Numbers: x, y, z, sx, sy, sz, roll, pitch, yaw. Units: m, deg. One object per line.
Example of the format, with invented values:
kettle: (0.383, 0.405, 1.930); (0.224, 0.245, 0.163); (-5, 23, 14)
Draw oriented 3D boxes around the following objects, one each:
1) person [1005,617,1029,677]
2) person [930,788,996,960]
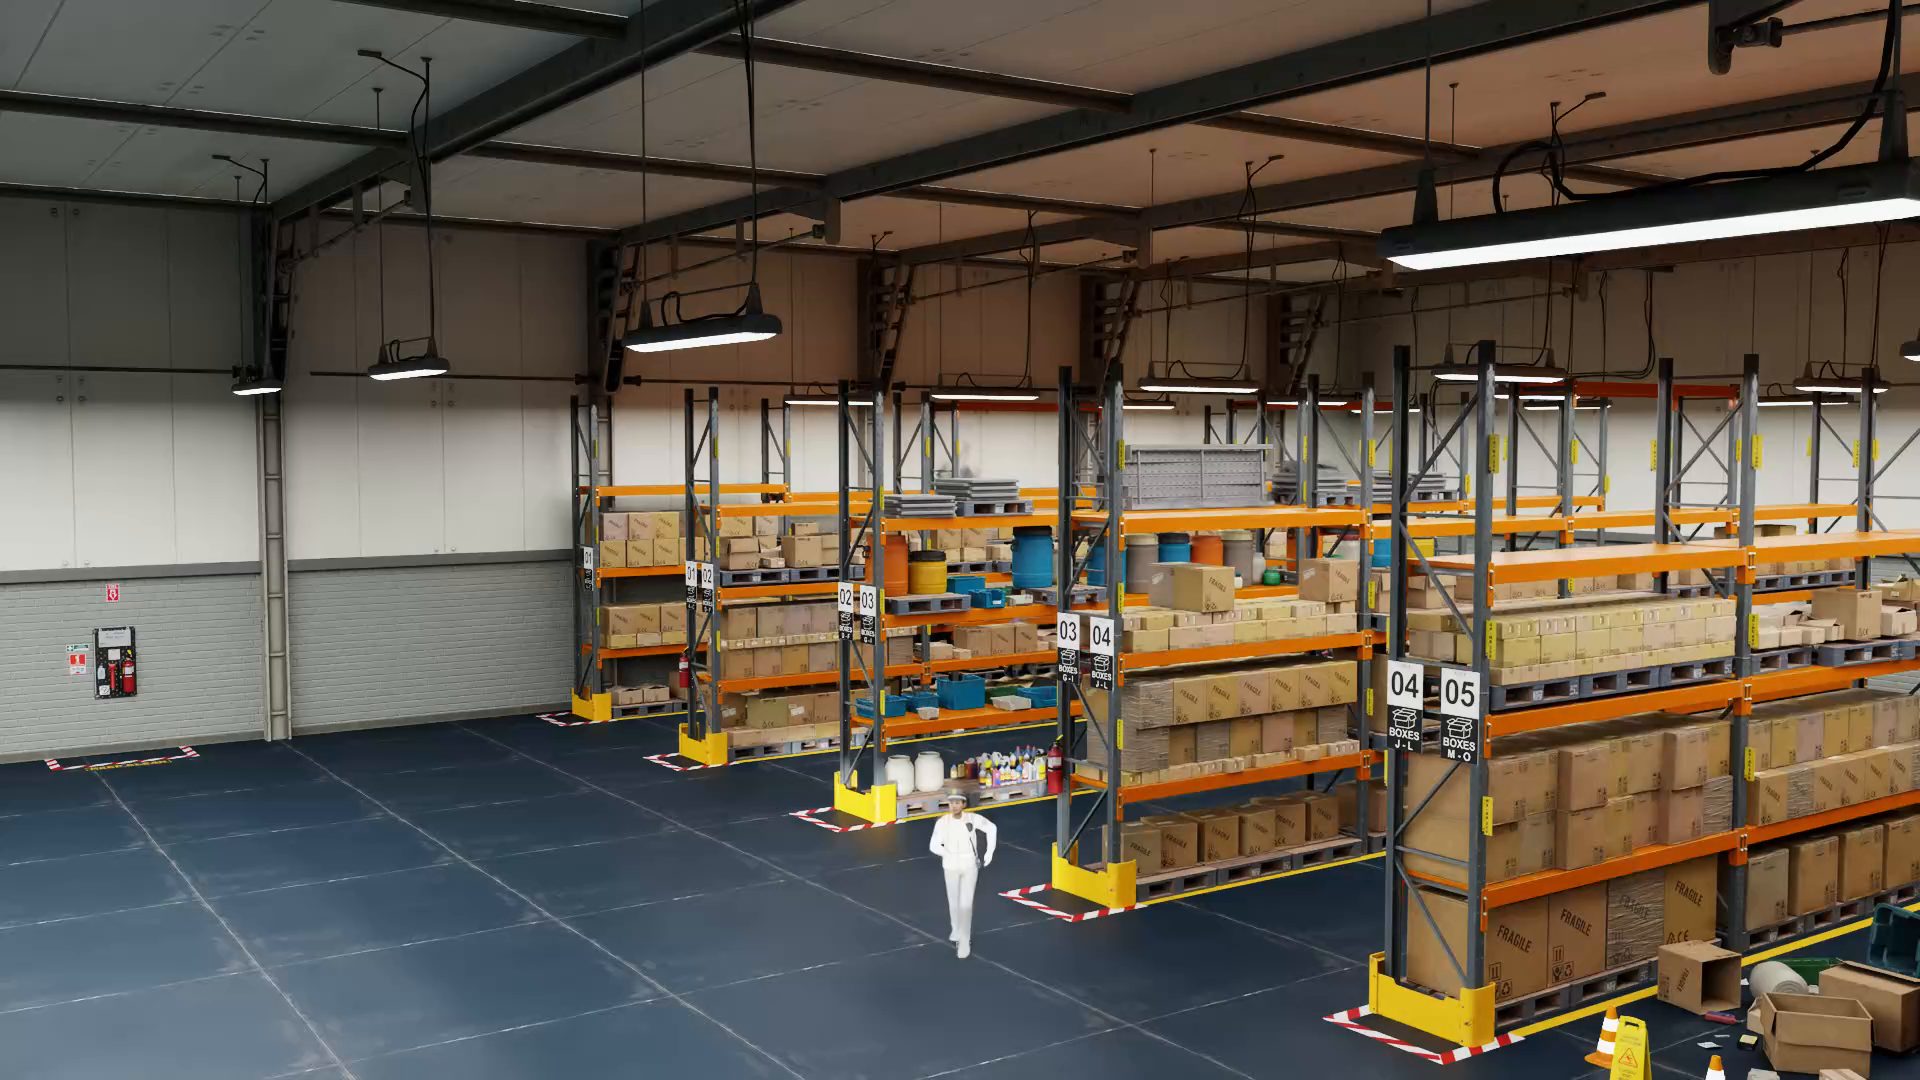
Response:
person: (1.098, 2.086, 33.277); (0.505, 1.687, 0.689); (3, 5, 42)
person: (0.018, 3.313, 16.679); (0.614, 1.705, 0.825); (1, 4, 12)
